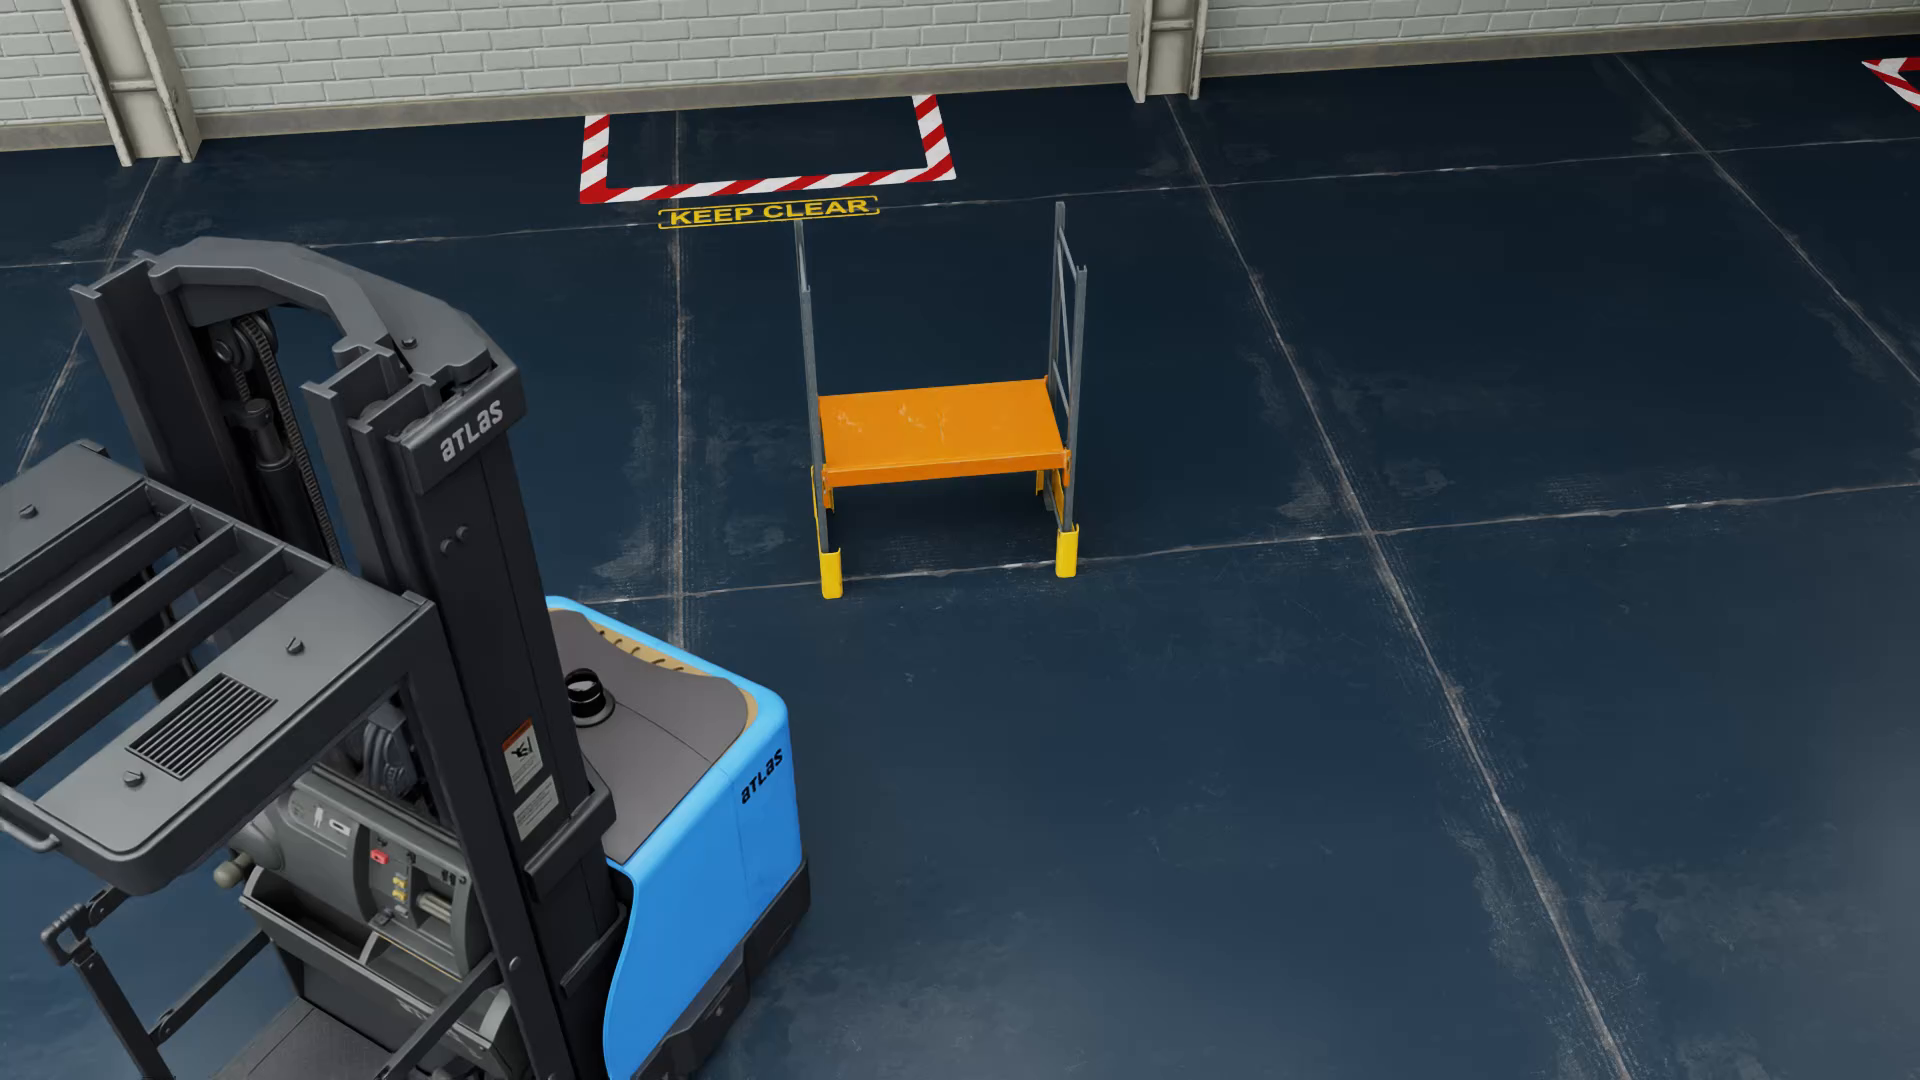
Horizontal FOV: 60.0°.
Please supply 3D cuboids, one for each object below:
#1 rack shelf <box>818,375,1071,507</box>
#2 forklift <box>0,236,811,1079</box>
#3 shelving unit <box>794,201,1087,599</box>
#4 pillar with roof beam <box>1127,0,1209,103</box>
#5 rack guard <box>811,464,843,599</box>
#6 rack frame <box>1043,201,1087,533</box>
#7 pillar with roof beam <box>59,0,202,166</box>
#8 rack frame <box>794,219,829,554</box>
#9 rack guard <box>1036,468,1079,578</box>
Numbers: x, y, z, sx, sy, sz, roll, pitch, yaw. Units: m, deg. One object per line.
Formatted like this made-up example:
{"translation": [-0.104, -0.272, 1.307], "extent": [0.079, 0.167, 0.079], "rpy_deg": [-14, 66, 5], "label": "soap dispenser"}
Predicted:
{"translation": [-0.085, -0.416, 6.860], "extent": [1.000, 0.185, 0.538], "rpy_deg": [-5, 42, -6], "label": "rack shelf"}
{"translation": [-1.692, 0.885, 4.081], "extent": [1.130, 2.935, 3.031], "rpy_deg": [21, 46, 22], "label": "forklift"}
{"translation": [-0.076, -0.550, 6.740], "extent": [1.083, 1.500, 0.587], "rpy_deg": [-5, 42, -6], "label": "shelving unit"}
{"translation": [1.817, -3.292, 4.181], "extent": [0.400, 9.000, 9.100], "rpy_deg": [-5, 42, -6], "label": "pillar with roof beam"}
{"translation": [-0.569, -0.043, 7.111], "extent": [0.087, 0.250, 0.587], "rpy_deg": [-5, 42, -6], "label": "rack guard"}
{"translation": [0.419, -0.594, 6.788], "extent": [0.032, 1.500, 0.500], "rpy_deg": [-5, 42, -6], "label": "rack frame"}
{"translation": [-4.132, -2.770, 3.603], "extent": [0.400, 9.000, 9.100], "rpy_deg": [-5, 42, -6], "label": "pillar with roof beam"}
{"translation": [-0.589, -0.505, 6.691], "extent": [0.032, 1.500, 0.500], "rpy_deg": [-5, 42, -6], "label": "rack frame"}
{"translation": [0.418, -0.129, 7.207], "extent": [0.087, 0.250, 0.587], "rpy_deg": [-5, 42, -6], "label": "rack guard"}
